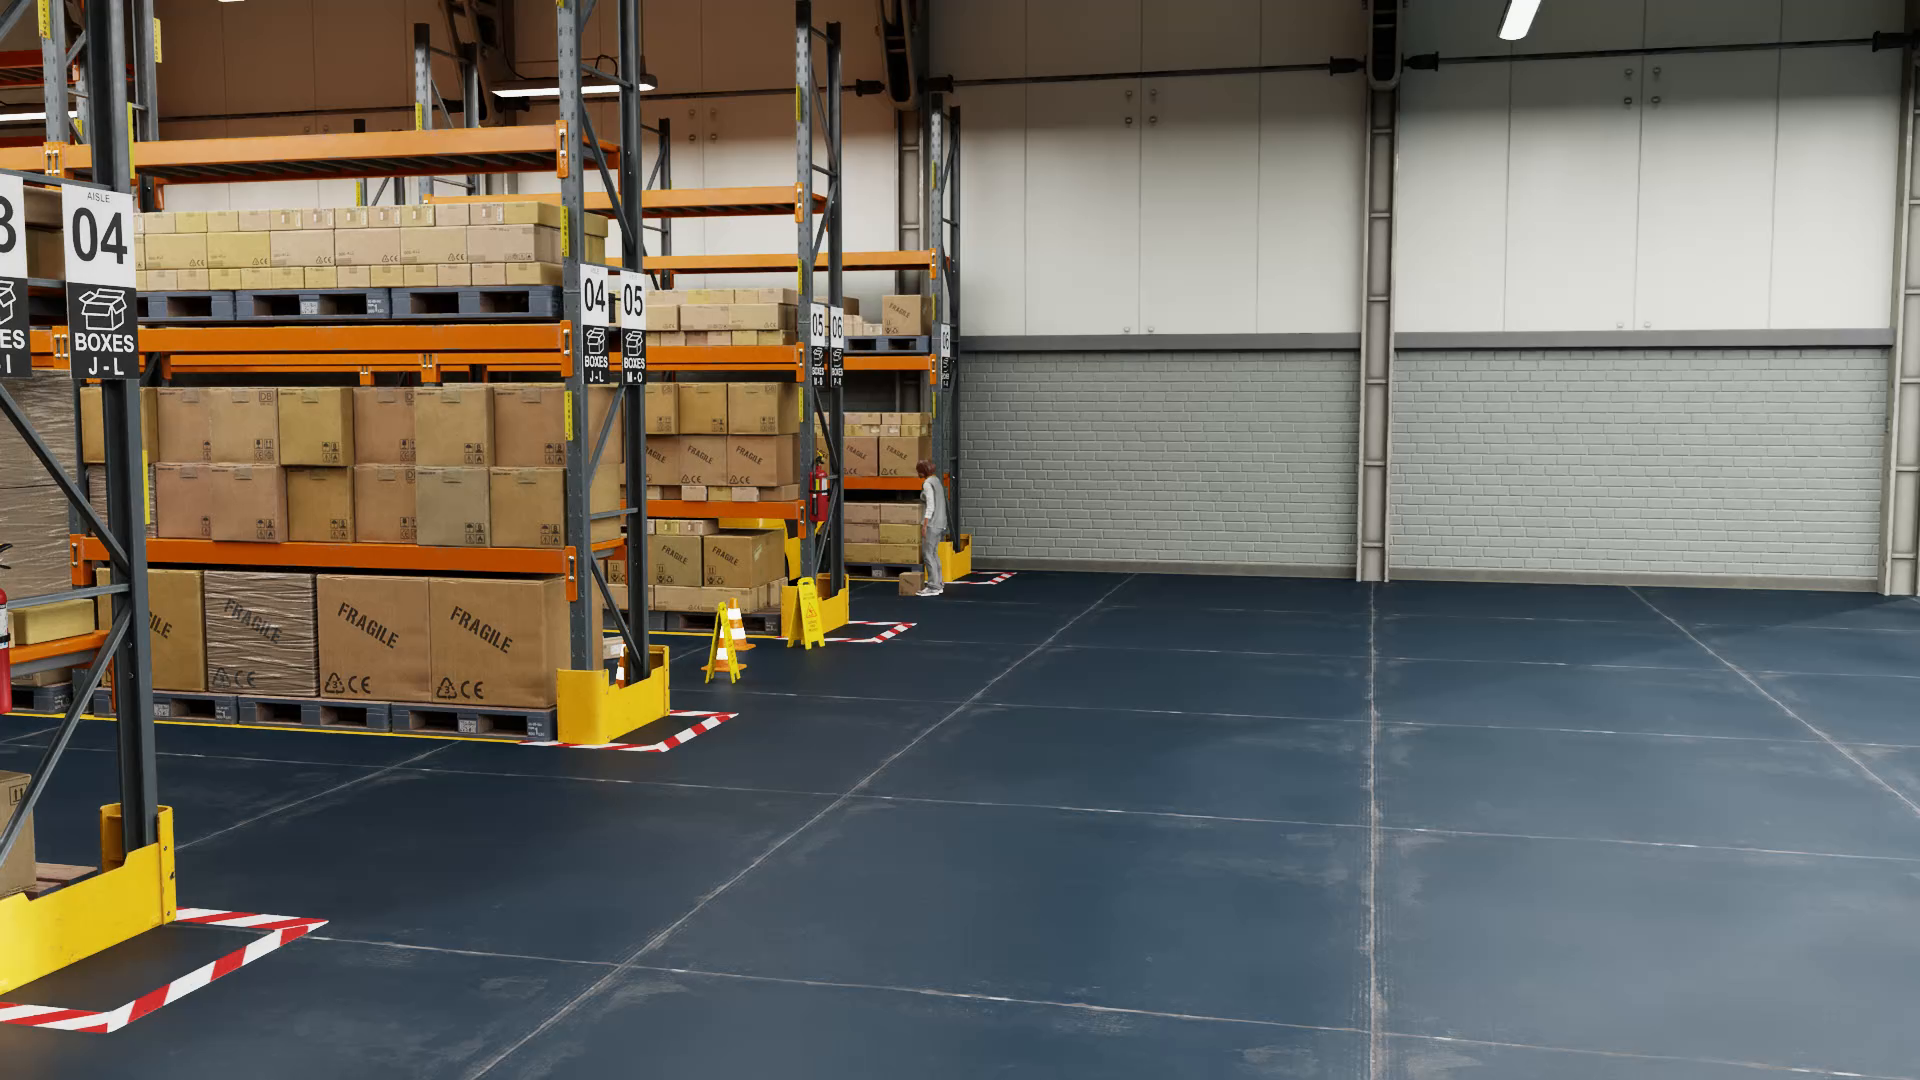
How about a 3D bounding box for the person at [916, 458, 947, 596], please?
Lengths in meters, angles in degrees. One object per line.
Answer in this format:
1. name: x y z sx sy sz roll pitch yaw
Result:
1. person: -0.332 -0.152 19.342 0.346 1.593 0.464 1 5 13
